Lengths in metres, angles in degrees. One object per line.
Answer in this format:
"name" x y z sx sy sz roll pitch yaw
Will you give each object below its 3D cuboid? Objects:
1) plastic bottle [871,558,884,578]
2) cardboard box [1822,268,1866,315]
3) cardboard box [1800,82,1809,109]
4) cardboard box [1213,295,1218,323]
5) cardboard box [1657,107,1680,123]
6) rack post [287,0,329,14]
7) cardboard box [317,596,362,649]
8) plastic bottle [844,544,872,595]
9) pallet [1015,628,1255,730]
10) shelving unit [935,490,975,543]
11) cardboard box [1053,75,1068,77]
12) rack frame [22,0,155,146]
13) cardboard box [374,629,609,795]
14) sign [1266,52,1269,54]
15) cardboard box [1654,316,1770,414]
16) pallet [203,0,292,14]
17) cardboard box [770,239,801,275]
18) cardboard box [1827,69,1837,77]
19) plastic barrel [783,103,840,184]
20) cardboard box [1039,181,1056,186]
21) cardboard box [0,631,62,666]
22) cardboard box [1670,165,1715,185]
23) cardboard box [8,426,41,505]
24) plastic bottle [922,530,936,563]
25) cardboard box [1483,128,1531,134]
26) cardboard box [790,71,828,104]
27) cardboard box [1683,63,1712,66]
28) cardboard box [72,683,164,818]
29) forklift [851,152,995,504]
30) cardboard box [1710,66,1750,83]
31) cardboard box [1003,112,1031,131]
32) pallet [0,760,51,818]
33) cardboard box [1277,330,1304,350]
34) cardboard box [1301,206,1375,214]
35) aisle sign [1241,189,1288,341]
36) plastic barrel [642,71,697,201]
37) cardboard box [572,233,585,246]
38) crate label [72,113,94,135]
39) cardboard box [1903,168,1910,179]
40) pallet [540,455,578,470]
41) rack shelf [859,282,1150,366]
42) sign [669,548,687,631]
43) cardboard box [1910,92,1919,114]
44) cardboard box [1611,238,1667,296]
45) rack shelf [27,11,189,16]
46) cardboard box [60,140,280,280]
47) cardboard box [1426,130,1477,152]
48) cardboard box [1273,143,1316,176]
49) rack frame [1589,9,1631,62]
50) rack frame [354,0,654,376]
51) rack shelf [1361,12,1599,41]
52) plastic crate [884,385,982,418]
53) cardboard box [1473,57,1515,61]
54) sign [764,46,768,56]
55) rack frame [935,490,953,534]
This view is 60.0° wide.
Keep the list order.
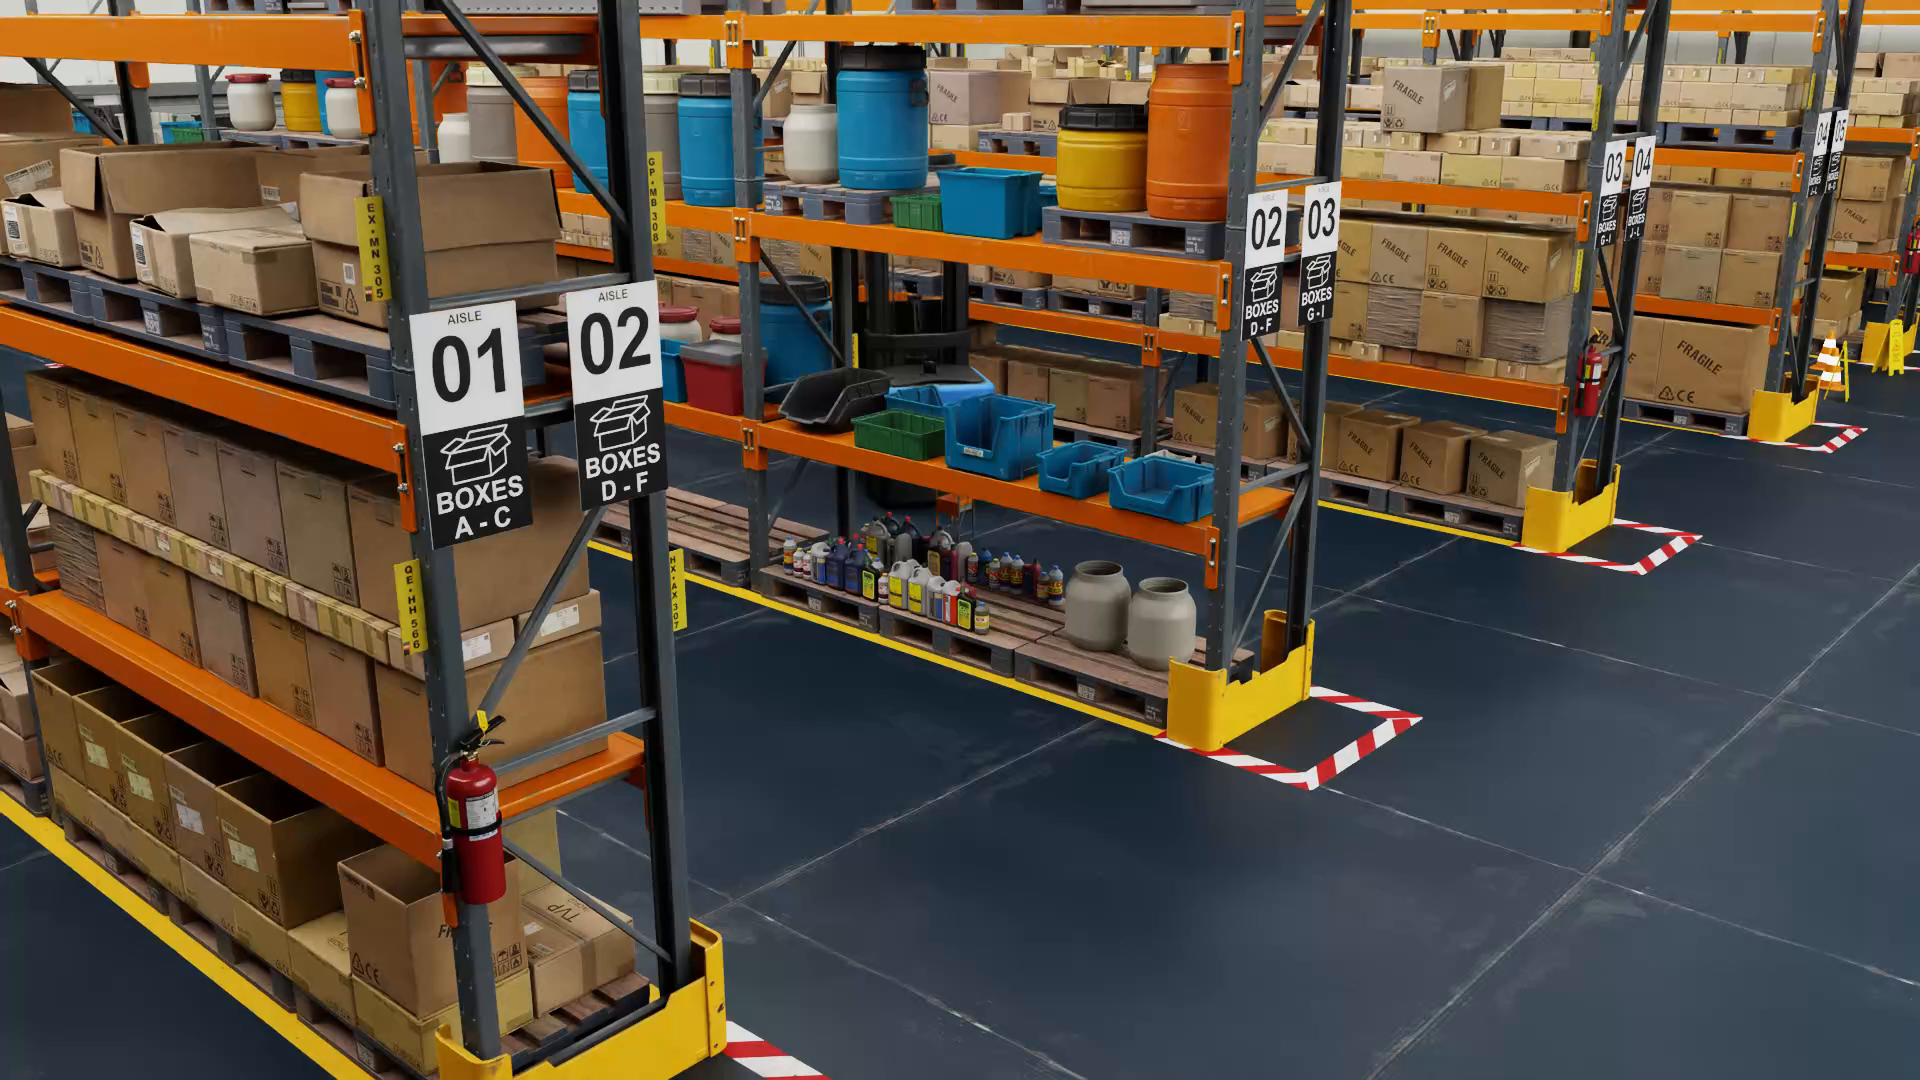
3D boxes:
"plastic bottle" -0.579 0.256 11.629 0.097 0.271 0.097 0 18 0
"cardboard box" 11.236 -3.185 21.302 0.500 0.500 0.500 14 22 37
"cardboard box" 8.273 -4.472 16.681 0.500 0.250 0.500 15 23 39
"cardboard box" 2.750 -2.247 15.076 0.500 0.500 0.875 15 23 39
"cardboard box" 7.228 -4.321 16.866 0.250 0.149 0.380 15 23 38
"rack post" -5.569 -4.999 15.315 0.937 0.300 0.954 -15 23 -40
"cardboard box" -2.283 0.279 6.535 0.250 0.149 0.380 15 23 38
"plastic bottle" -0.714 0.197 11.684 0.185 0.351 0.144 14 22 37
"pallet" 1.116 0.814 10.699 1.213 0.211 1.003 15 23 39
"shelving unit" -0.040 -0.511 13.487 0.252 1.050 0.215 15 23 39
"cardboard box" 1.473 -6.026 22.515 0.500 0.500 0.500 15 23 39
"rack frame" -4.474 -2.889 7.839 0.127 3.000 1.000 15 23 39
"cardboard box" -1.823 0.629 6.505 0.500 0.500 0.700 15 23 39
"sign" 5.636 -8.794 30.550 0.005 0.325 0.100 15 23 39
"cardboard box" 7.912 -1.878 17.388 0.875 0.875 0.875 15 23 40
"pallet" -6.528 -5.176 16.017 1.213 0.211 1.003 15 23 39
"cardboard box" -1.791 -3.265 18.777 0.500 0.500 0.500 15 23 39
"cardboard box" 12.882 -6.883 24.745 0.258 0.266 0.396 14 23 38
"plastic barrel" -0.992 -2.702 11.329 0.421 0.512 0.421 0 18 0
"cardboard box" 1.225 -4.690 22.169 0.250 0.149 0.380 16 24 41
"cardboard box" -5.361 0.694 9.391 0.500 0.311 0.500 16 24 41
"cardboard box" 9.592 -4.827 21.551 0.500 0.500 0.700 14 23 38
"cardboard box" -5.432 -0.341 9.562 0.500 0.500 0.500 -16 24 -42
"plastic bottle" -0.218 0.061 12.223 0.061 0.283 0.133 -17 24 -42
"cardboard box" 4.486 -3.291 13.651 0.250 0.149 0.380 16 24 41
"cardboard box" -1.392 -4.859 18.139 0.797 0.503 0.637 -17 24 -42
"cardboard box" 7.665 -4.850 17.215 0.250 0.149 0.380 15 23 38
"cardboard box" -3.956 0.986 8.158 0.500 0.500 0.500 15 23 39
"forklift" -0.517 -2.118 15.440 1.130 2.935 3.031 -4 18 -13
"cardboard box" 7.609 -4.600 16.425 0.250 0.149 0.380 16 23 40
"cardboard box" 0.635 -4.143 16.439 0.250 0.166 0.380 14 22 38
"pallet" -5.051 1.160 9.607 1.213 0.211 1.003 15 23 39
"cardboard box" 3.016 -1.794 14.721 0.250 0.149 0.380 15 23 39
"cardboard box" 3.371 -2.707 14.874 0.500 0.500 0.500 15 23 39
"aisle sign" 1.665 -1.504 9.094 0.004 0.787 0.394 15 23 39
"plastic barrel" -2.197 -3.003 12.327 0.600 0.901 0.600 0 18 0
"cardboard box" -4.710 -3.847 21.190 0.250 0.149 0.380 15 23 38
"crate label" -9.683 -4.660 18.622 0.502 0.251 0.408 15 23 39
"cardboard box" 13.978 -5.359 24.301 0.250 0.149 0.380 15 23 39
"pallet" -3.622 -0.459 14.710 1.213 0.211 1.003 15 23 39
"rack shelf" 0.608 -2.329 17.181 4.000 0.370 1.077 15 23 39
"sign" -1.110 0.199 6.465 0.005 0.325 0.100 15 23 39
"cardboard box" 11.474 -5.370 20.373 0.500 0.250 0.500 15 23 38
"cardboard box" 7.395 -2.951 17.704 0.550 0.550 0.875 15 23 39
"rack shelf" -8.663 -5.483 17.864 4.000 0.370 1.077 15 23 39
"cardboard box" -3.326 -1.416 7.061 0.797 0.503 0.637 -15 23 -40
"cardboard box" 3.981 -3.232 13.468 0.250 0.149 0.380 15 23 40
"cardboard box" 3.034 -3.273 14.255 0.500 0.250 0.500 14 22 37
"rack frame" 8.682 -7.372 21.964 0.127 3.000 1.000 15 23 39
"rack frame" -1.483 -2.086 5.308 0.127 3.000 1.000 15 23 39
"rack shelf" 7.186 -7.240 23.398 4.000 0.370 1.077 15 23 39
"plastic crate" -0.176 -0.918 11.791 0.616 0.251 0.499 15 23 39
"cardboard box" 7.386 -6.596 23.207 0.500 0.250 0.500 16 23 40
"sign" -3.120 -7.755 26.666 0.005 0.325 0.100 15 23 39
"rack frame" -0.131 -0.536 13.564 0.008 1.050 0.200 15 23 39
